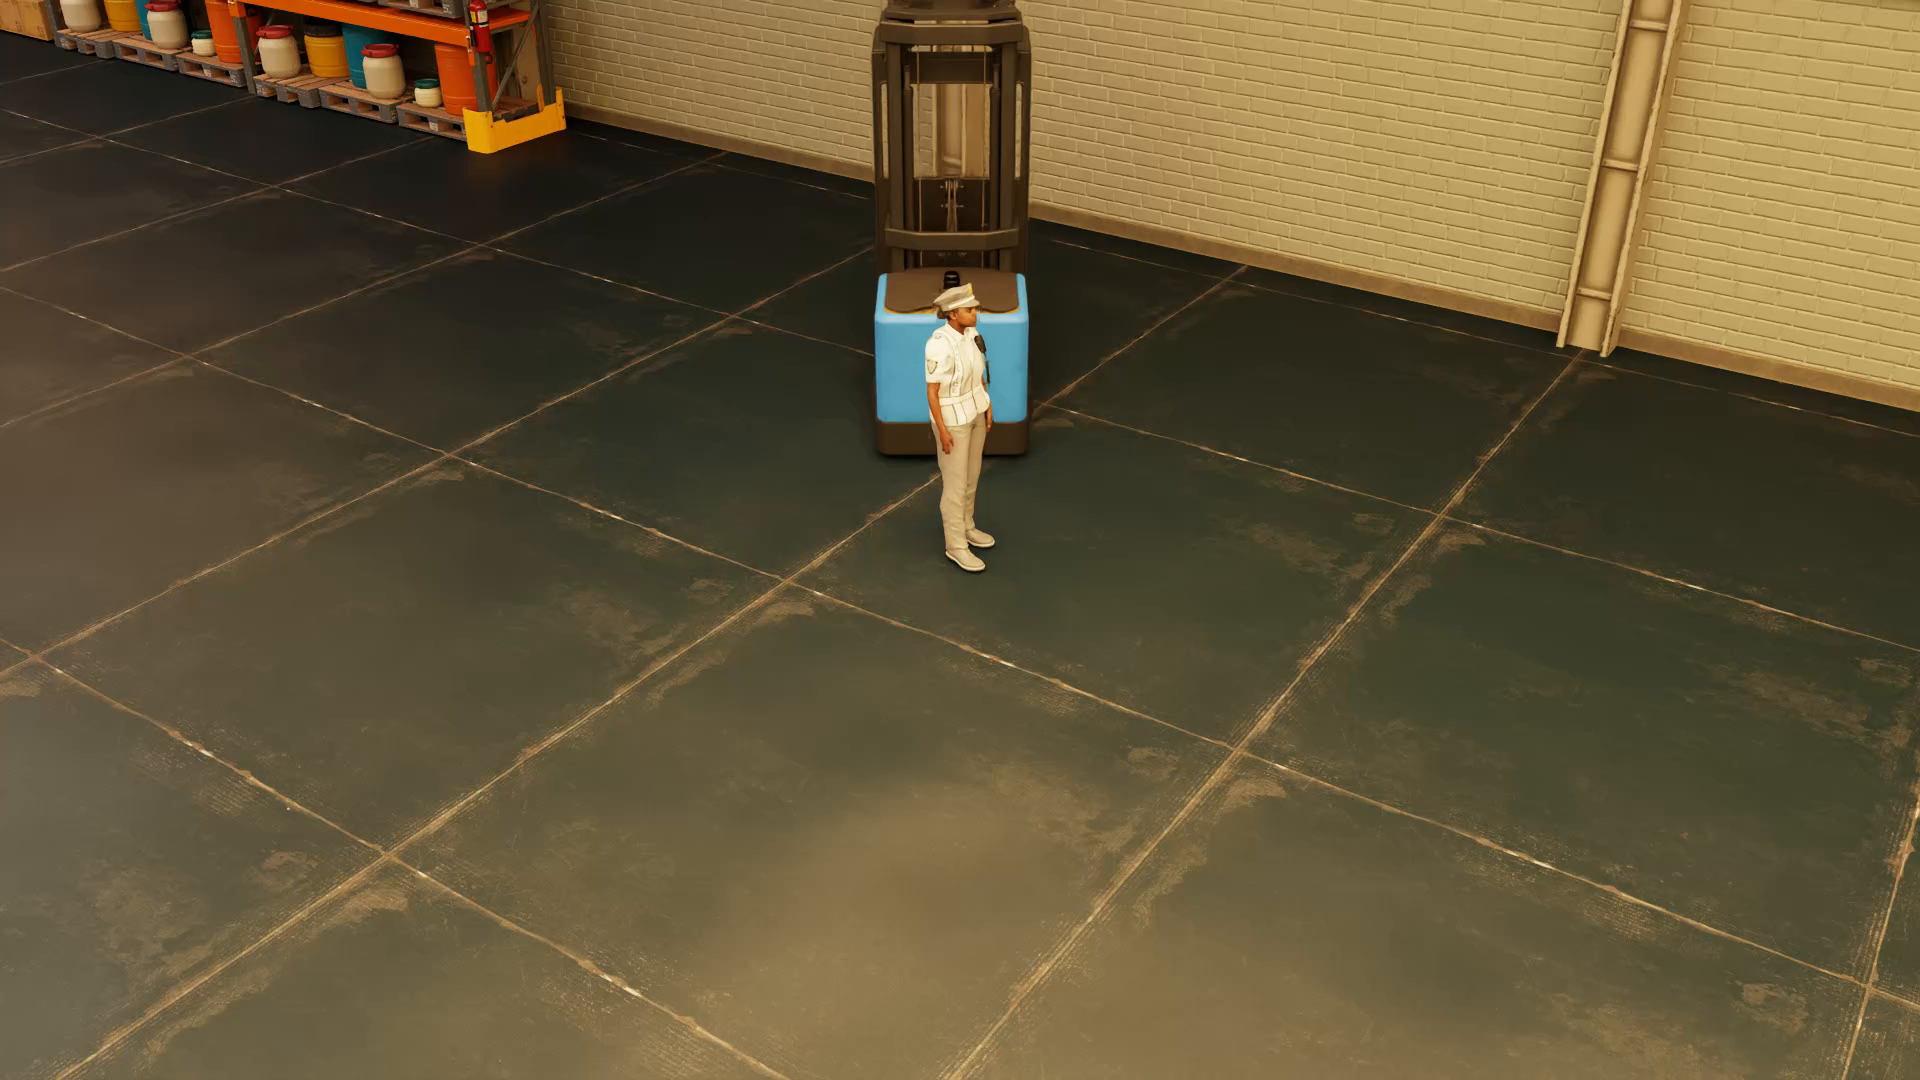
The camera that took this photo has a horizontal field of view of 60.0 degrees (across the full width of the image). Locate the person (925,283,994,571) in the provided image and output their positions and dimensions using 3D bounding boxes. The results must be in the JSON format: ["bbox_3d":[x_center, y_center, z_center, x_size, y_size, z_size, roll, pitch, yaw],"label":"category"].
[{"bbox_3d":[0.052,-0.710,10.020,0.528,1.697,0.570,19,35,29],"label":"person"}]

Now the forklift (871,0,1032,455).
[{"bbox_3d":[-0.058,-2.549,11.971,1.130,2.935,3.031,0,30,0],"label":"forklift"}]
